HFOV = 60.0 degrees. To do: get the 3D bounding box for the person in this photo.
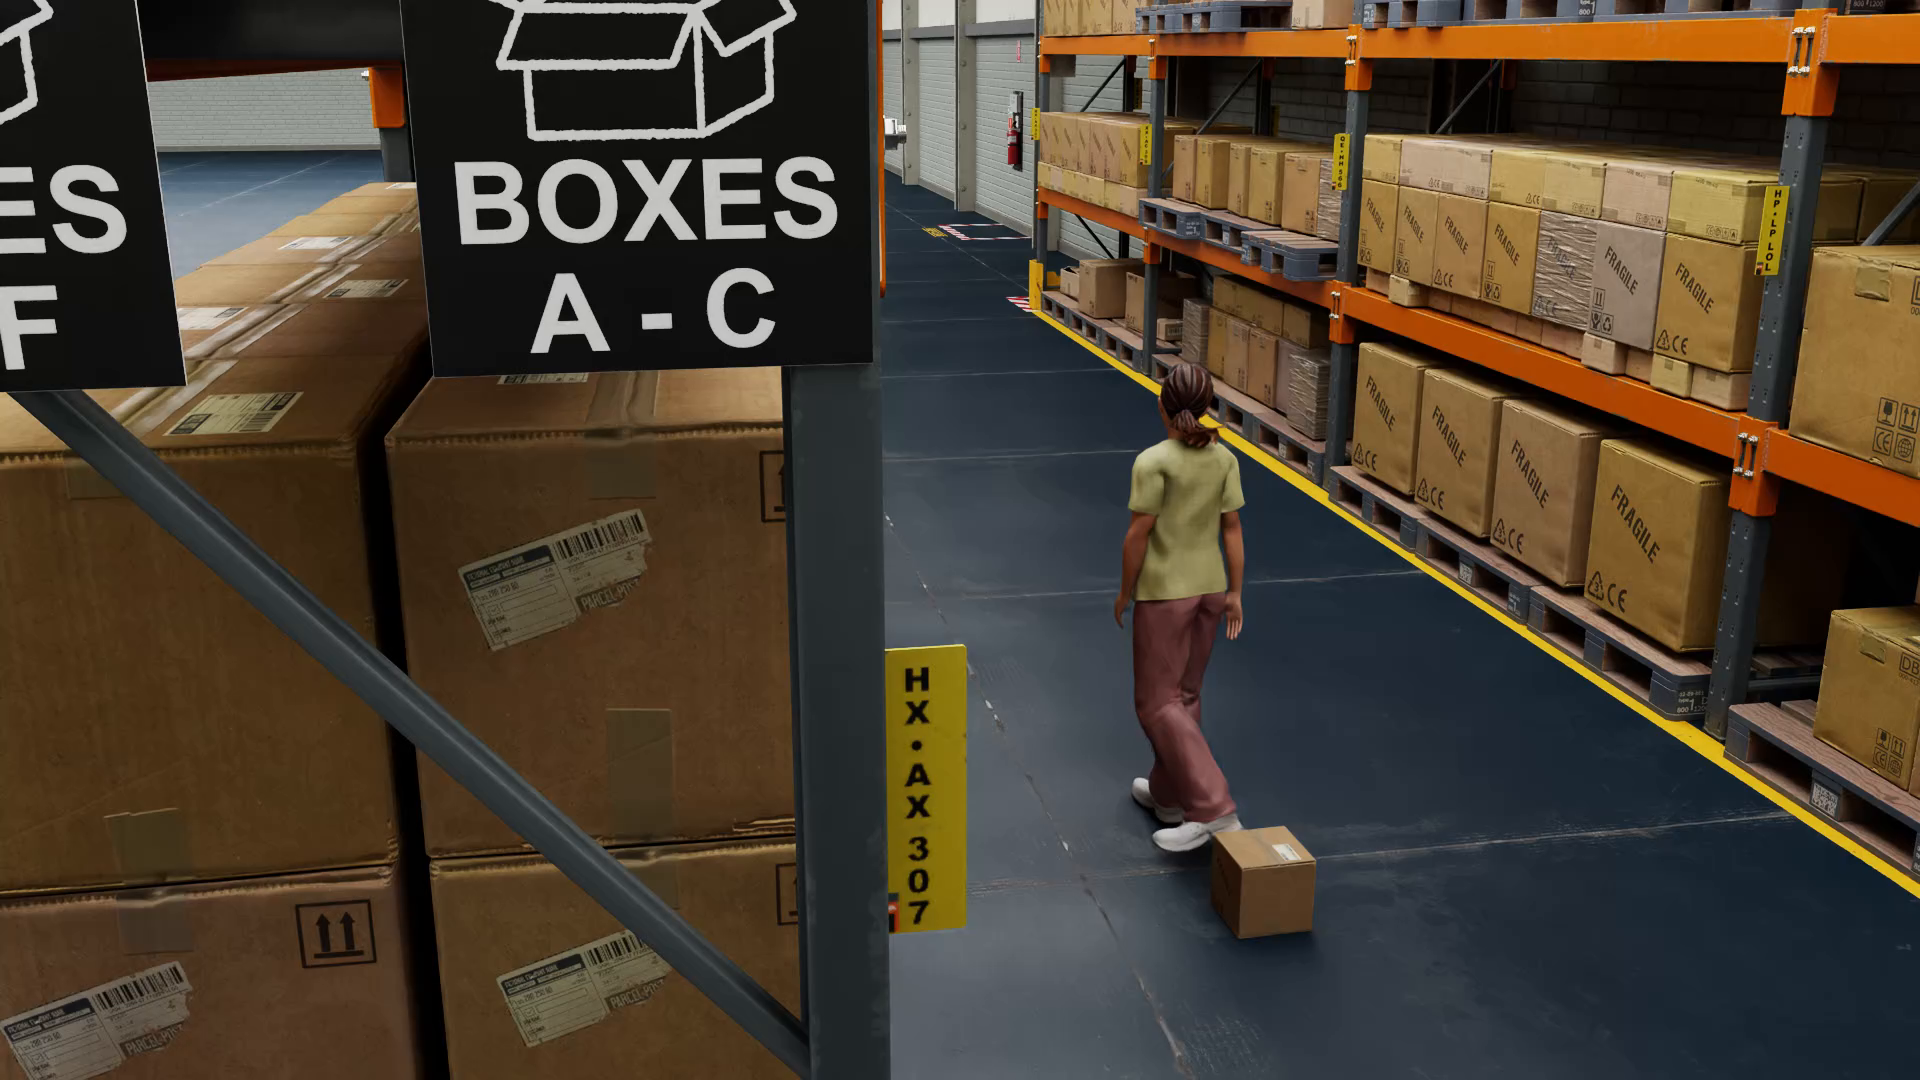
[{"bbox_3d":[0.784,0.246,5.745,0.495,1.643,0.647,-10,19,-31],"label":"person"}]
